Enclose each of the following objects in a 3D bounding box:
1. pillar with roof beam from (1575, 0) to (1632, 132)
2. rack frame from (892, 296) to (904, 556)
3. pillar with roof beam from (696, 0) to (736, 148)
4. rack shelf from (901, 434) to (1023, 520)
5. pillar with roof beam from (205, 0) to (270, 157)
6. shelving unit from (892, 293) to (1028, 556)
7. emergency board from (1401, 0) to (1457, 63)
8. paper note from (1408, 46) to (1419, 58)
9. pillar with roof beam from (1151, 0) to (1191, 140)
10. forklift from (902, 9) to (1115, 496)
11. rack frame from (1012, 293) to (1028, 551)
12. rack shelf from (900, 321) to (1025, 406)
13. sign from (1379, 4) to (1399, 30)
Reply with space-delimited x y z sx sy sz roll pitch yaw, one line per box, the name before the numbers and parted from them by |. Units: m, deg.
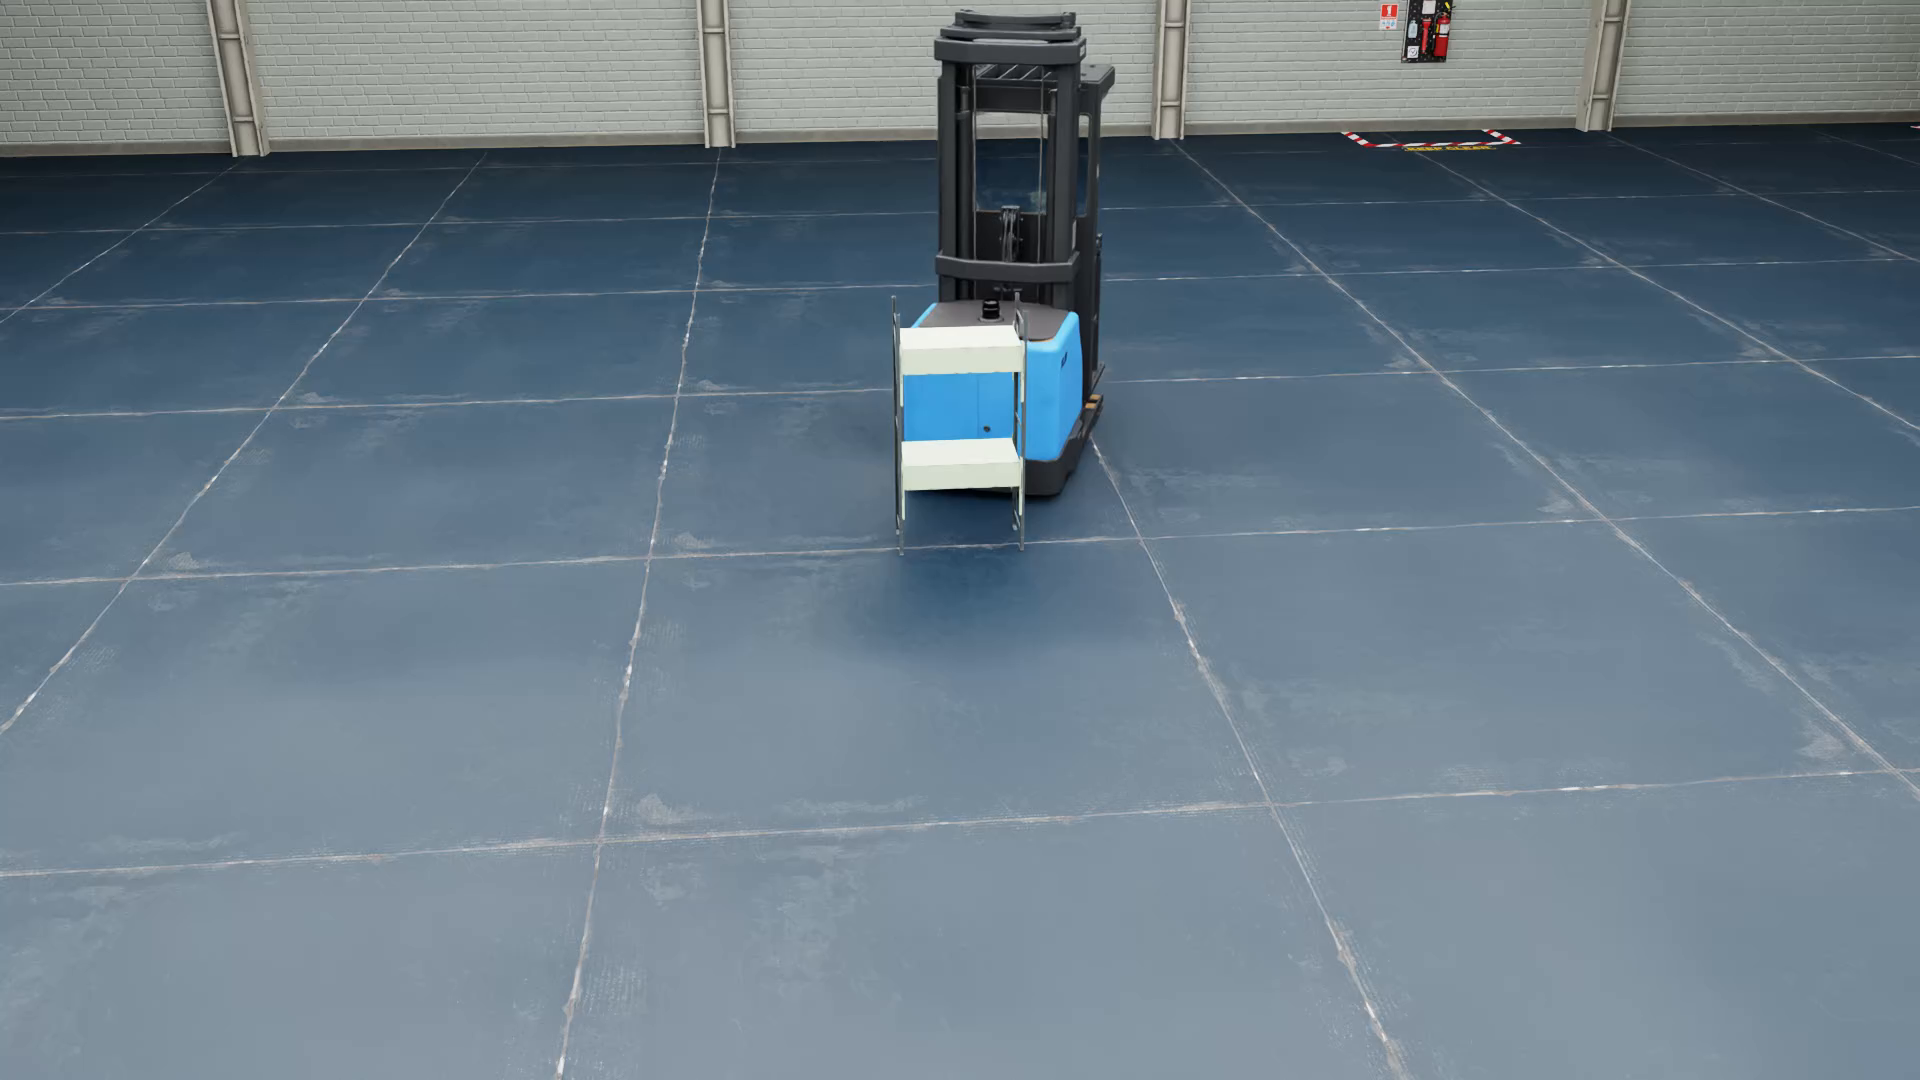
pillar with roof beam | 9.200 -8.070 17.328 0.400 9.000 9.100 -2 24 -5
rack frame | -0.371 -0.670 9.912 0.023 1.500 0.400 -2 24 -5
pillar with roof beam | -2.741 -7.591 16.250 0.400 9.000 9.100 -2 24 -5
rack shelf | -0.007 -0.387 10.077 0.720 0.370 0.431 -2 24 -5
pillar with roof beam | -8.712 -7.352 15.711 0.400 9.000 9.100 -2 24 -5
shelving unit | -0.007 -0.685 9.945 0.755 1.500 0.431 -2 24 -5
emergency board | 6.314 -6.986 22.274 0.643 1.169 0.194 -2 24 -5
paper note | 6.131 -6.604 22.499 0.142 0.148 0.016 -2 24 -5
pillar with roof beam | 3.229 -7.831 16.789 0.400 9.000 9.100 -2 24 -5
forklift | 0.445 -2.196 11.582 1.130 2.935 3.031 5 24 12
rack frame | 0.358 -0.700 9.978 0.023 1.500 0.400 -2 24 -5
rack shelf | -0.007 -1.042 9.786 0.720 0.370 0.431 -2 24 -5
sign | 5.754 -7.022 22.311 0.234 0.329 0.001 -2 24 -5
